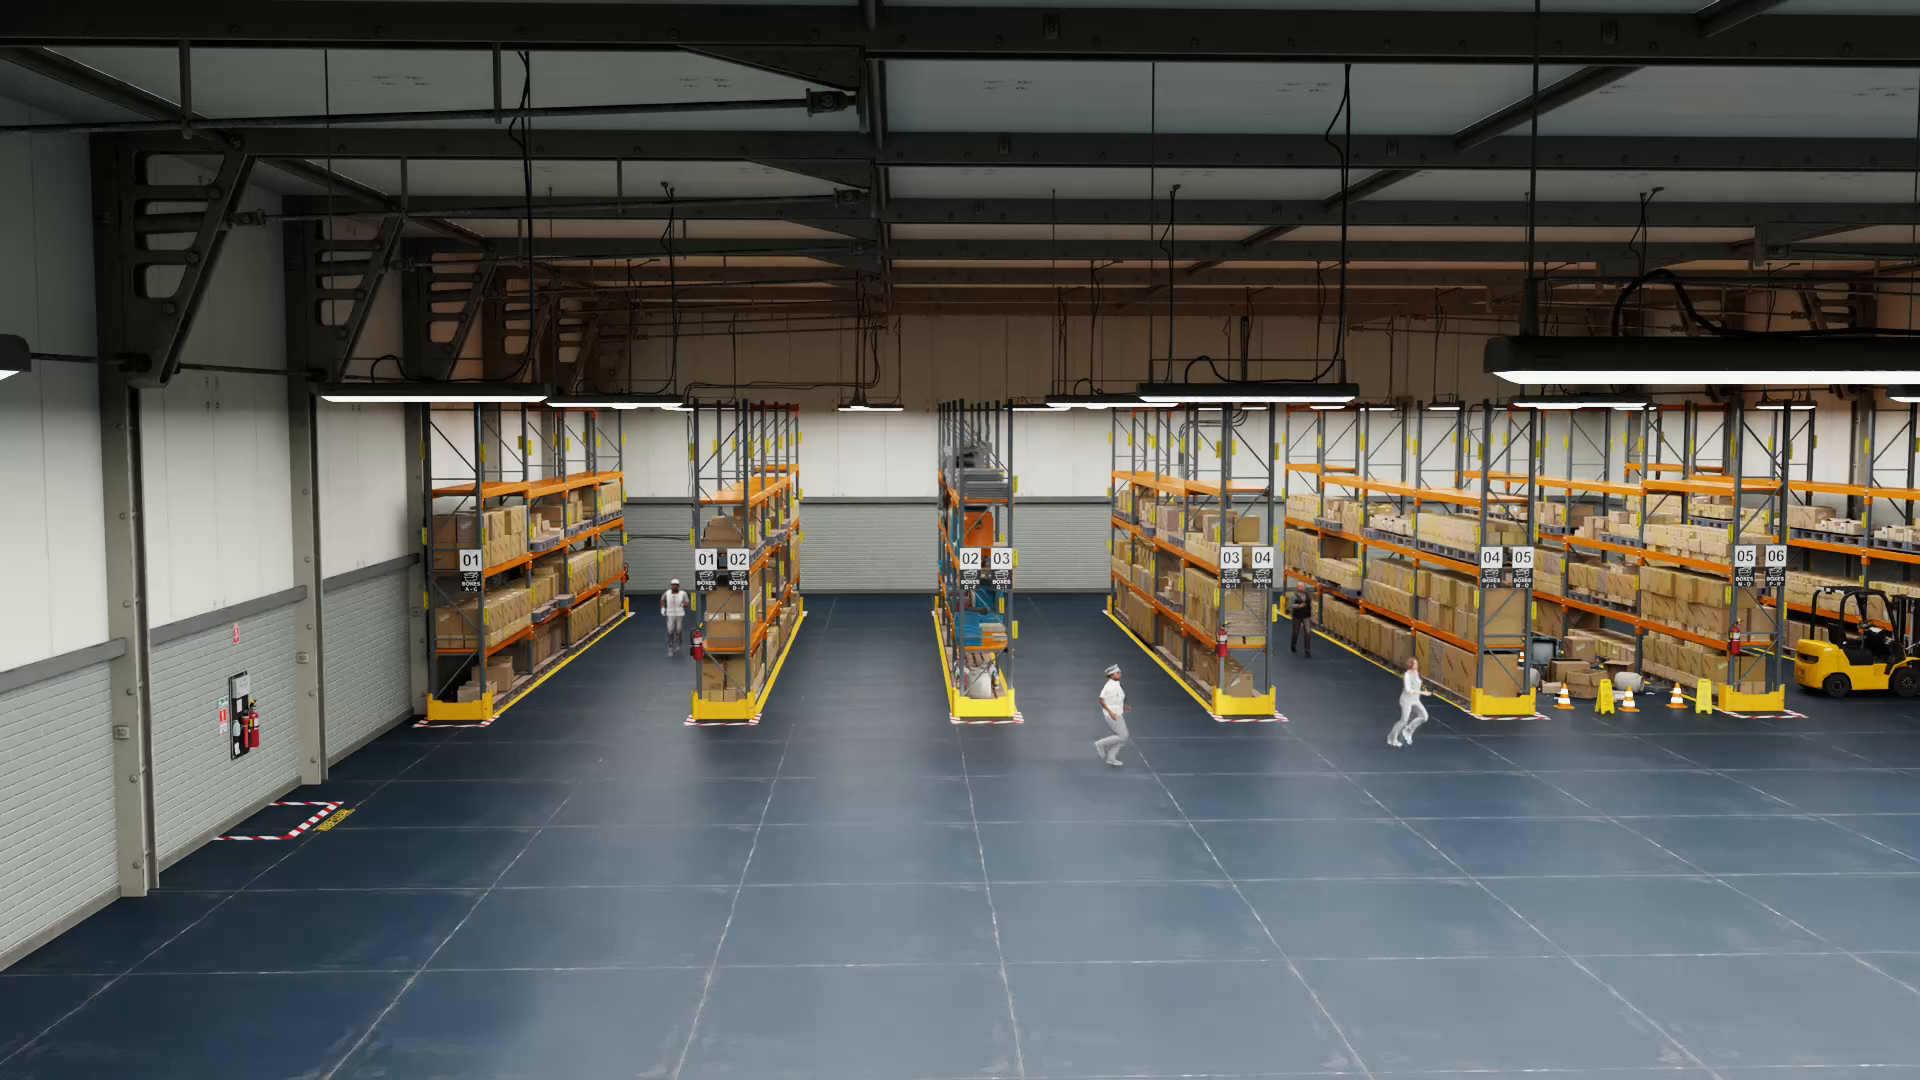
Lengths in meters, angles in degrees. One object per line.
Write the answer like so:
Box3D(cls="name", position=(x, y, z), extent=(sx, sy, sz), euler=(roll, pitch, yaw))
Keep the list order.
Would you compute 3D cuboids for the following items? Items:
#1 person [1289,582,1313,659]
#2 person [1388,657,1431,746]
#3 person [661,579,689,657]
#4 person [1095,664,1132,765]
Box3D(cls="person", position=(8.054, 1.871, 39.274), extent=(0.635, 1.767, 0.840), euler=(0, 4, -6))
Box3D(cls="person", position=(7.711, 2.769, 28.424), extent=(0.762, 1.552, 0.554), euler=(4, 6, 43))
Box3D(cls="person", position=(-6.750, 1.841, 39.423), extent=(0.670, 1.843, 0.760), euler=(-1, 4, -9))
Box3D(cls="person", position=(2.511, 2.847, 27.120), extent=(0.560, 1.661, 0.575), euler=(2, 5, 20))
